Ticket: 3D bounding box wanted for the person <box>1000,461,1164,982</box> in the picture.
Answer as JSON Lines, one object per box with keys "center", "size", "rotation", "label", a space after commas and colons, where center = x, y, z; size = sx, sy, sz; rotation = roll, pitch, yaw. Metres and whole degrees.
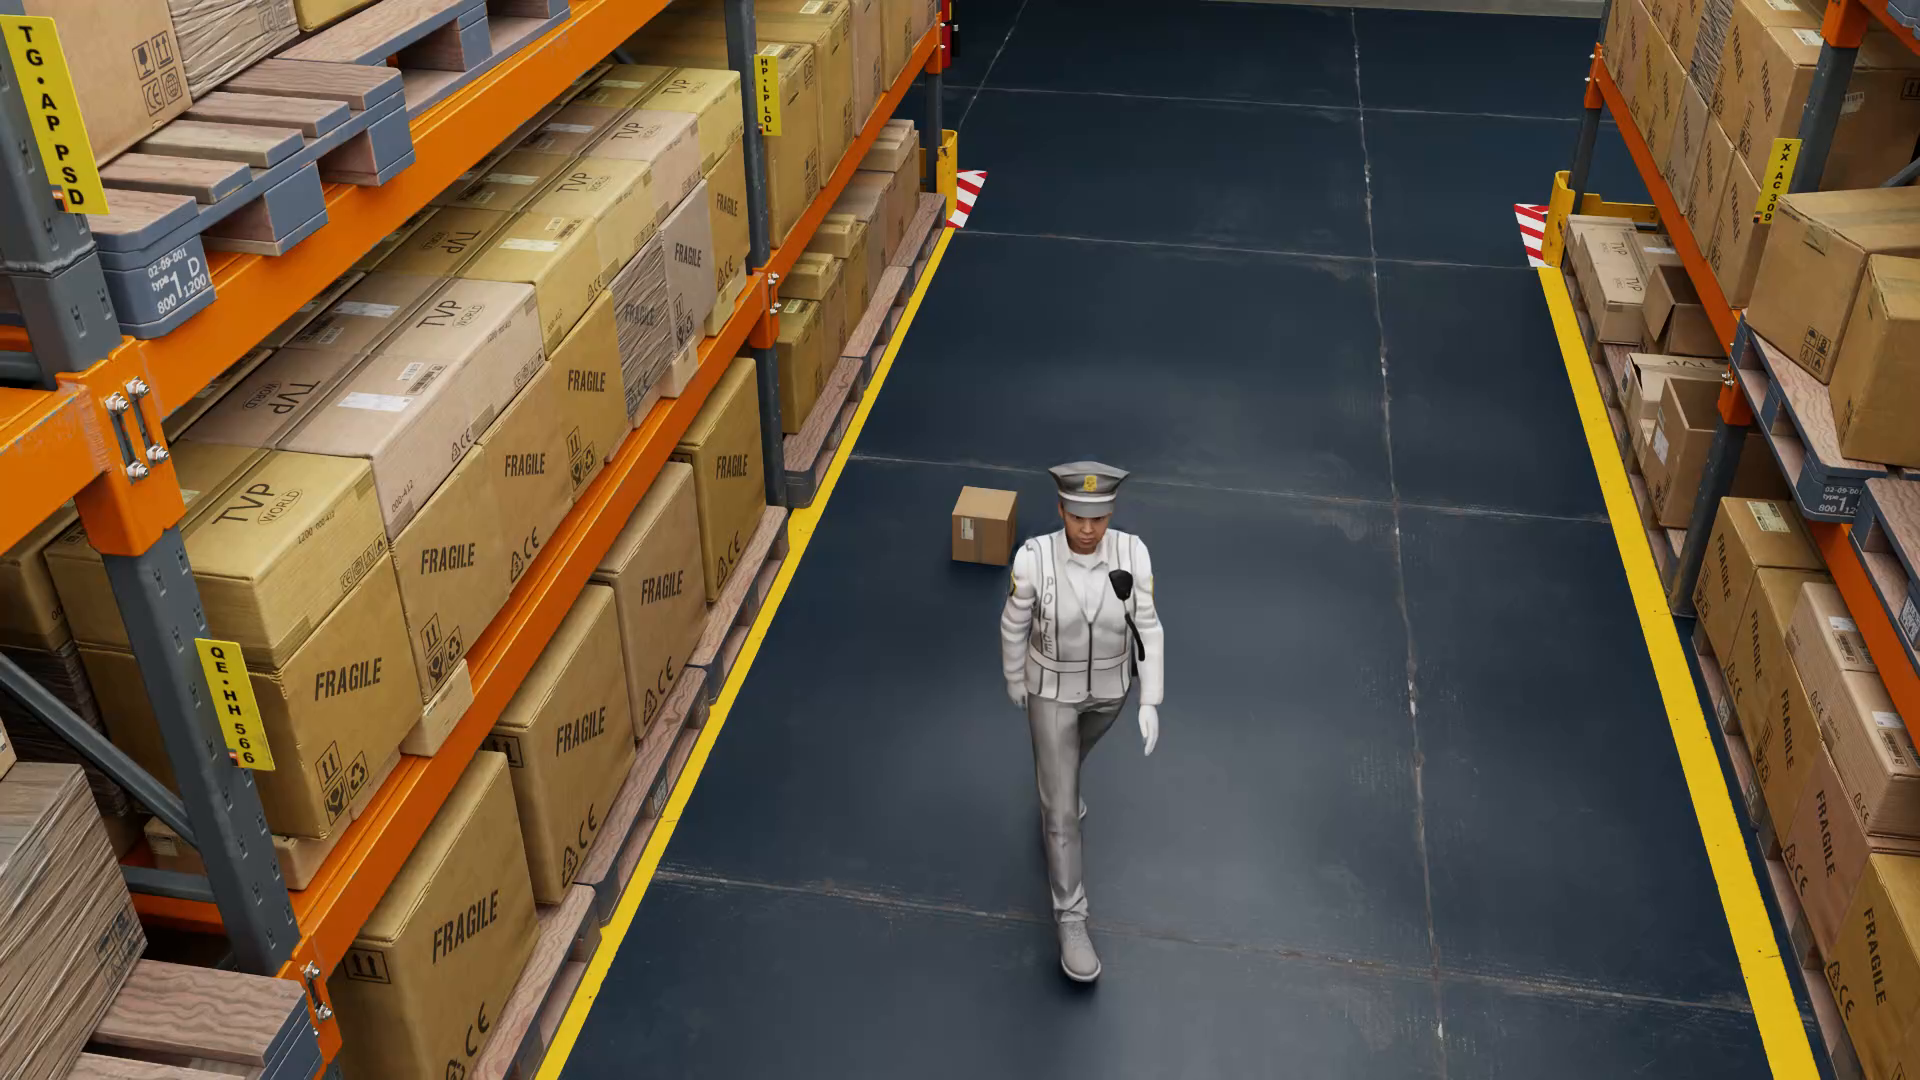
{"center": [0.405, 0.477, 5.338], "size": [0.496, 1.621, 1.020], "rotation": [-6, 33, -10], "label": "person"}
